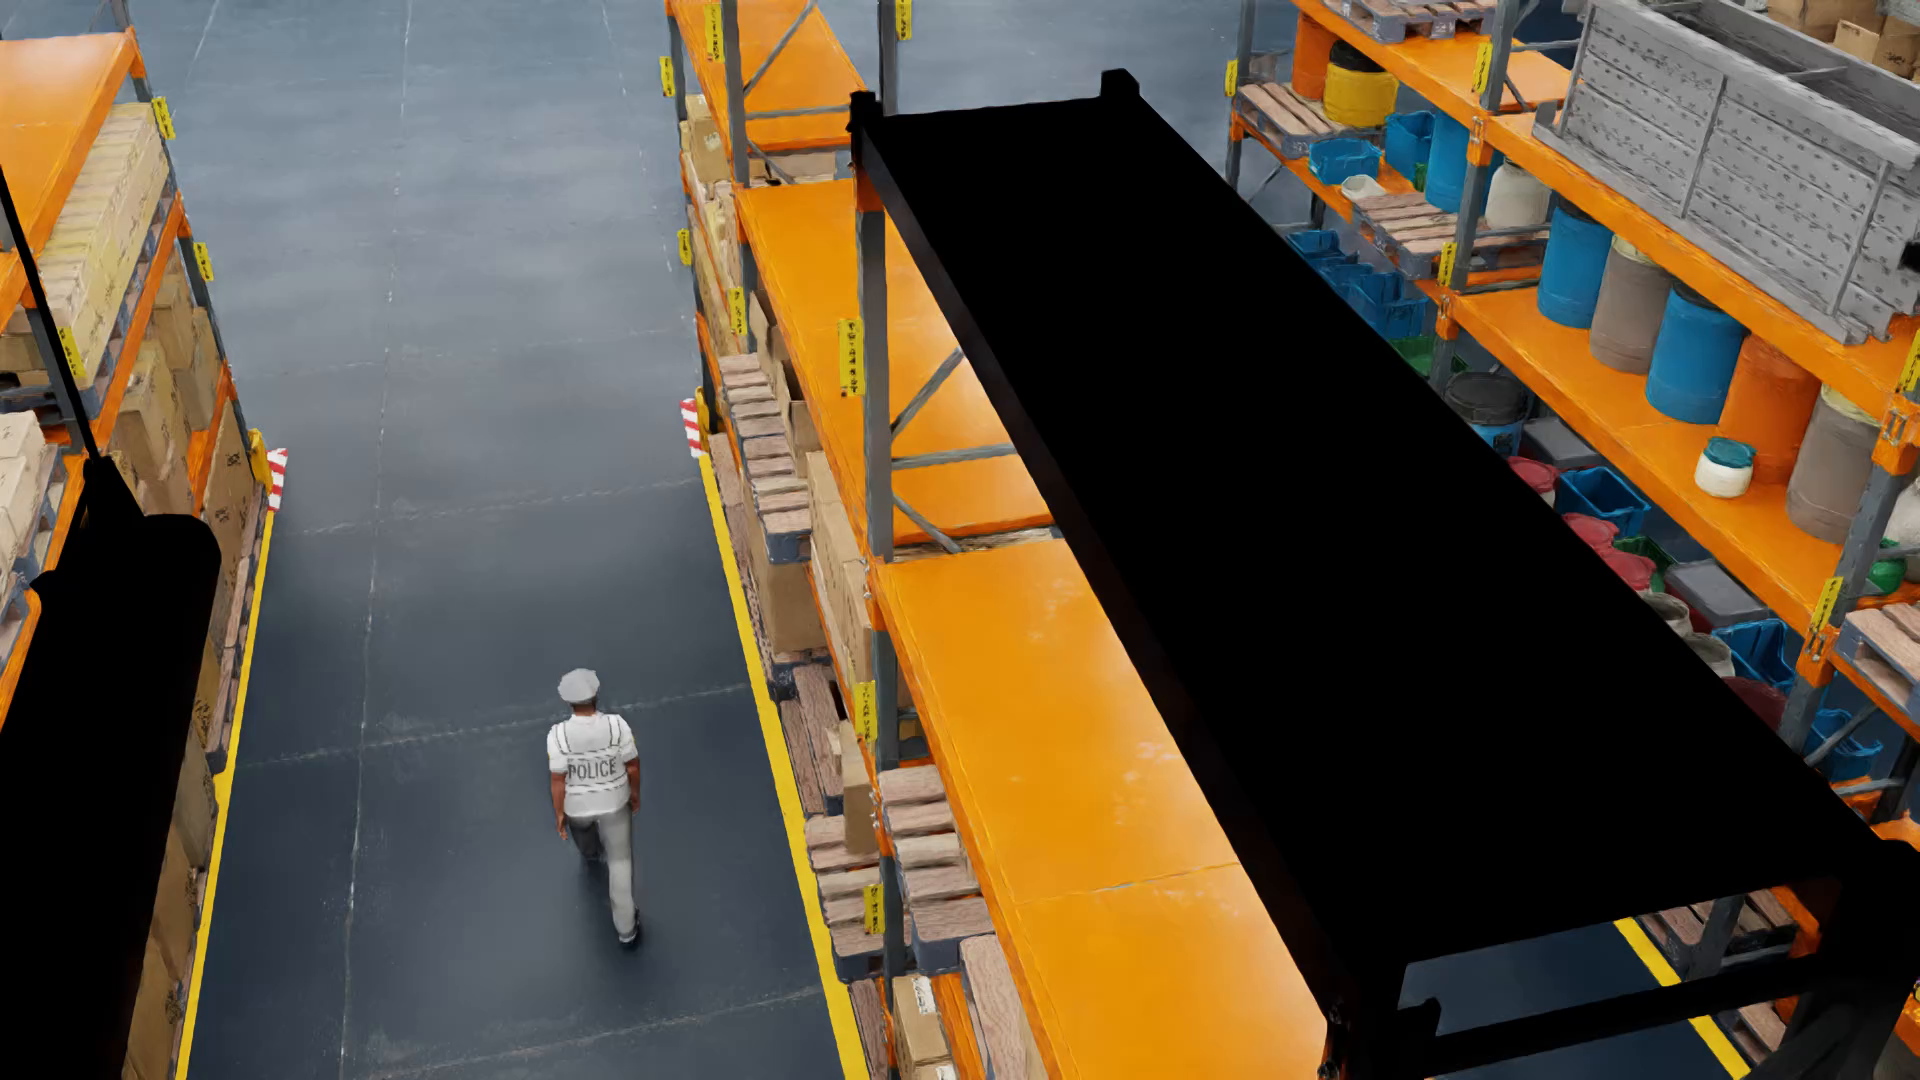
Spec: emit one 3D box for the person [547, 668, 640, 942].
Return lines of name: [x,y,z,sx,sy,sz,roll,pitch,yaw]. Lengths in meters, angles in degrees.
person: [-2.244,1.548,10.325,0.542,1.672,1.126,-7,35,-10]
